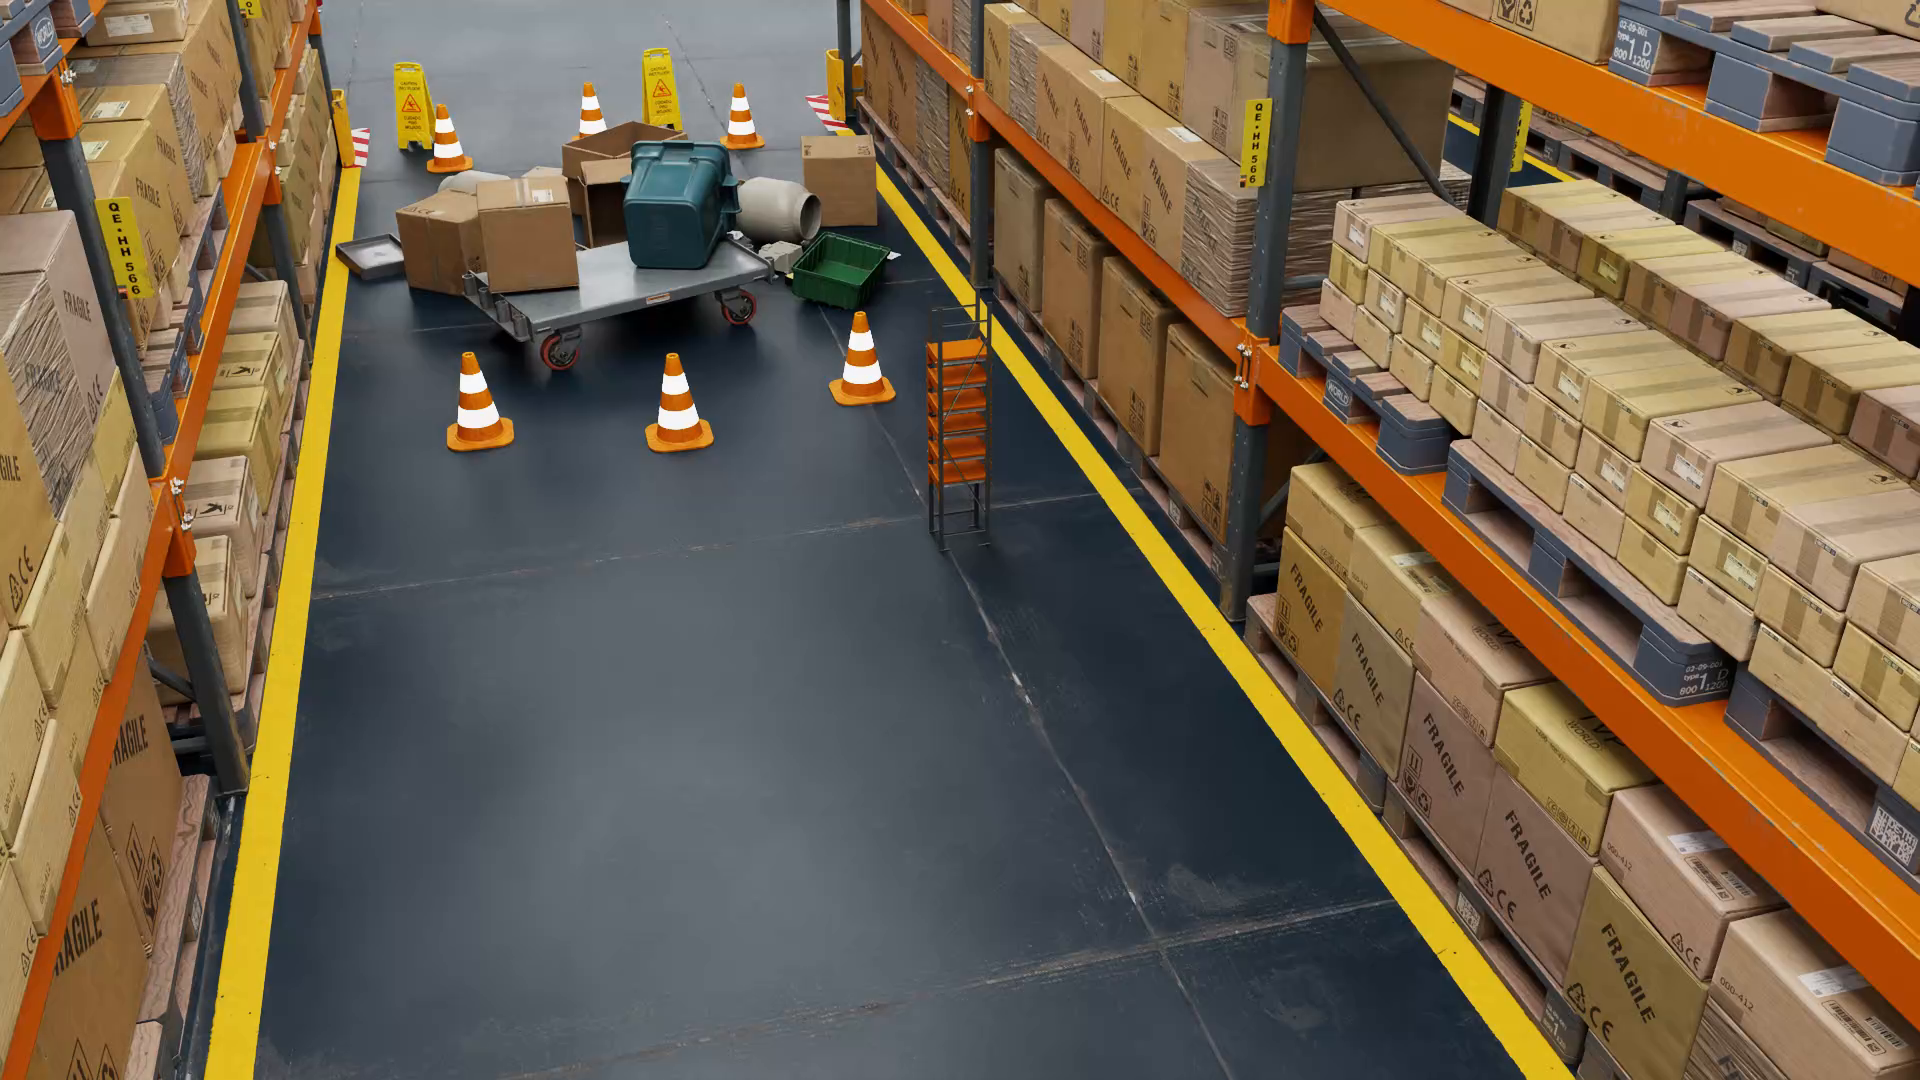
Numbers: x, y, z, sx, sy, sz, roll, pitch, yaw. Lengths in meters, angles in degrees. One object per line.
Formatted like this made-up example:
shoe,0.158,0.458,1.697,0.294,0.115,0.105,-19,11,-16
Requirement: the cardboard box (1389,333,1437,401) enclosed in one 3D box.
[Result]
cardboard box,1.689,-0.603,5.629,0.380,0.149,0.250,-6,31,-11

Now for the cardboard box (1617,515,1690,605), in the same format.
cardboard box,2.039,0.032,4.532,0.380,0.149,0.250,-7,31,-11

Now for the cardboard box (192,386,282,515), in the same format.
cardboard box,-3.663,-0.367,7.593,0.950,0.372,0.625,-7,31,-12

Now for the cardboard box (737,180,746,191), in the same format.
cardboard box,-1.672,-2.366,11.573,0.396,0.266,0.258,-3,30,-5

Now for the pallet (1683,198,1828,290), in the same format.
pallet,5.577,-1.992,10.982,1.003,0.211,1.213,-8,31,-13

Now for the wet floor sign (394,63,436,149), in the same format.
wet floor sign,-4.266,-3.404,12.988,0.267,0.644,0.232,2,30,4

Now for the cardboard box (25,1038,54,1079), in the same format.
cardboard box,-2.551,1.620,3.658,0.875,0.875,0.875,-7,31,-12

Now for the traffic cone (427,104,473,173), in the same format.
traffic cone,-3.889,-3.055,12.567,0.336,0.463,0.334,-8,31,-13

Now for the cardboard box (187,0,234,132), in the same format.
cardboard box,-3.709,-2.179,7.705,0.500,0.500,0.500,-8,31,-13

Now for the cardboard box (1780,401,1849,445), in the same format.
cardboard box,2.606,-0.309,4.824,0.380,0.149,0.250,-8,31,-14

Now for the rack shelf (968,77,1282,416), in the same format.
rack shelf,1.091,-1.687,8.389,1.077,0.370,4.000,-8,31,-13

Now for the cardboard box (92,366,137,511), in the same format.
cardboard box,-2.750,-0.277,4.885,0.500,0.250,0.500,-8,31,-13

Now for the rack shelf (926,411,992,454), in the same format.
rack shelf,-0.004,-0.488,7.484,0.258,0.103,0.180,-8,31,-13

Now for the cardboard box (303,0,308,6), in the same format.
cardboard box,-4.767,-3.821,11.608,0.380,0.149,0.250,-8,31,-14

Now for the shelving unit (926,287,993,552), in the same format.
shelving unit,-0.004,-0.526,7.462,0.258,1.200,0.189,-8,31,-13

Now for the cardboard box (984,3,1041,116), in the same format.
cardboard box,0.441,-2.718,9.352,0.500,0.500,0.500,-8,31,-13

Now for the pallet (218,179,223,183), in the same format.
pallet,-4.123,-1.786,8.033,1.003,0.211,1.213,-8,31,-13

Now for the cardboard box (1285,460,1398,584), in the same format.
cardboard box,1.572,-0.092,6.242,0.500,0.250,0.500,-9,31,-16

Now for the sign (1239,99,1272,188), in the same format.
sign,1.088,-1.458,6.119,0.100,0.325,0.005,-8,31,-13

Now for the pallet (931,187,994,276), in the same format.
pallet,0.434,-2.135,11.228,1.003,0.211,1.213,-8,31,-13

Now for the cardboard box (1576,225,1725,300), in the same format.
cardboard box,2.328,-0.939,5.616,0.380,0.149,0.250,-7,31,-12

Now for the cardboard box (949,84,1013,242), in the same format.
cardboard box,0.461,-2.540,10.845,0.875,0.875,0.875,-7,31,-13

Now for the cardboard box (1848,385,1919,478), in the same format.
cardboard box,2.679,-0.307,4.524,0.380,0.149,0.250,-7,31,-11

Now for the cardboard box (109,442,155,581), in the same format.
cardboard box,-2.739,-0.051,4.993,0.500,0.250,0.500,-9,31,-15

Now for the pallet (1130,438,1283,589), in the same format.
pallet,1.486,-0.216,7.913,1.003,0.211,1.213,-8,31,-13

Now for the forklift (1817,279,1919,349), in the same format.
forklift,4.134,-1.056,6.648,1.130,2.935,3.031,-5,30,-8

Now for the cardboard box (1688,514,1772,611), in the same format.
cardboard box,2.109,0.027,4.244,0.380,0.149,0.250,-9,31,-16

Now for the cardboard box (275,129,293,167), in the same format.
cardboard box,-4.057,-2.244,9.562,0.380,0.149,0.250,-7,31,-13

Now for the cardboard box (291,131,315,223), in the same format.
cardboard box,-4.235,-2.152,10.050,0.500,0.500,0.500,-7,31,-11

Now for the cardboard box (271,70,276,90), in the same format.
cardboard box,-4.209,-2.707,9.683,0.380,0.149,0.250,-7,31,-12

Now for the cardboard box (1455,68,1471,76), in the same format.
cardboard box,4.457,-4.303,14.266,0.500,0.500,0.500,-2,30,-4

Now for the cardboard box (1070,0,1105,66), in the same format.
cardboard box,0.970,-2.709,8.338,0.700,0.500,0.500,-8,31,-13

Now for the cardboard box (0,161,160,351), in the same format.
cardboard box,-3.020,-0.927,5.542,0.500,0.500,0.500,-9,31,-15

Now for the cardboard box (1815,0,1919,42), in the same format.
cardboard box,2.400,-1.389,3.639,0.797,0.503,0.637,-8,31,-14

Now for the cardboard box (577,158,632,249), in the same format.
cardboard box,-2.084,-2.205,10.922,0.797,0.637,0.503,-8,31,-13

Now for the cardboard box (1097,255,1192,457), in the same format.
cardboard box,1.312,-0.969,8.255,1.050,0.750,0.750,-7,31,-13

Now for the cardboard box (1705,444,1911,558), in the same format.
cardboard box,2.119,-0.100,4.166,0.380,0.149,0.250,-9,31,-15

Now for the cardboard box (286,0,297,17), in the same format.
cardboard box,-4.579,-3.651,10.667,0.500,0.500,0.500,-8,31,-13

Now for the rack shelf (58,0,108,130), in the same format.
rack shelf,-3.654,-2.278,6.416,1.077,0.370,4.000,-8,31,-13

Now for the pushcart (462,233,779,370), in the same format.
pushcart,-2.000,-1.450,9.878,1.648,0.377,0.936,-20,35,-30

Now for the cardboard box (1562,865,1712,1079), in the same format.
cardboard box,2.109,1.228,4.711,0.500,0.500,0.500,-9,31,-14

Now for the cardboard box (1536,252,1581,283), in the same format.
cardboard box,2.265,-0.928,5.893,0.380,0.149,0.250,-7,31,-11

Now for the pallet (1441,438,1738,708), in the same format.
pallet,2.187,0.001,4.945,1.003,0.211,1.213,-8,31,-13

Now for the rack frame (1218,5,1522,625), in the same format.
rack frame,1.622,-1.033,6.540,1.000,3.000,0.127,-8,31,-13

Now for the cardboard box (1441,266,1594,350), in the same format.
cardboard box,1.763,-0.738,5.268,0.380,0.149,0.250,-9,31,-15

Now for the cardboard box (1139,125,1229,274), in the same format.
cardboard box,1.113,-1.499,7.245,0.500,0.500,0.500,-8,31,-13

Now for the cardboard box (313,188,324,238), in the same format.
cardboard box,-4.377,-2.082,10.679,0.500,0.250,0.500,-8,31,-14

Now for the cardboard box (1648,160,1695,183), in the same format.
cardboard box,5.302,-2.874,11.796,0.500,0.500,0.500,-9,31,-15

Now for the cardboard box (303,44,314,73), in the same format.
cardboard box,-4.621,-3.266,11.327,0.380,0.149,0.250,-7,31,-12

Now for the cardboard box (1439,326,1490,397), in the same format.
cardboard box,1.772,-0.593,5.315,0.380,0.149,0.250,-8,31,-13

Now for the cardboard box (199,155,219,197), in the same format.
cardboard box,-3.526,-1.624,7.393,0.380,0.149,0.250,-8,31,-13

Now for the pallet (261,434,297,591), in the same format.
pallet,-3.650,-0.084,7.685,1.003,0.211,1.213,-8,31,-13

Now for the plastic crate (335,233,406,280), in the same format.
plastic crate,-3.811,-1.861,10.886,0.402,0.080,0.583,-20,35,-30

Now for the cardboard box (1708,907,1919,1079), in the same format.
cardboard box,2.242,1.149,4.098,0.500,0.250,0.500,-9,31,-15
